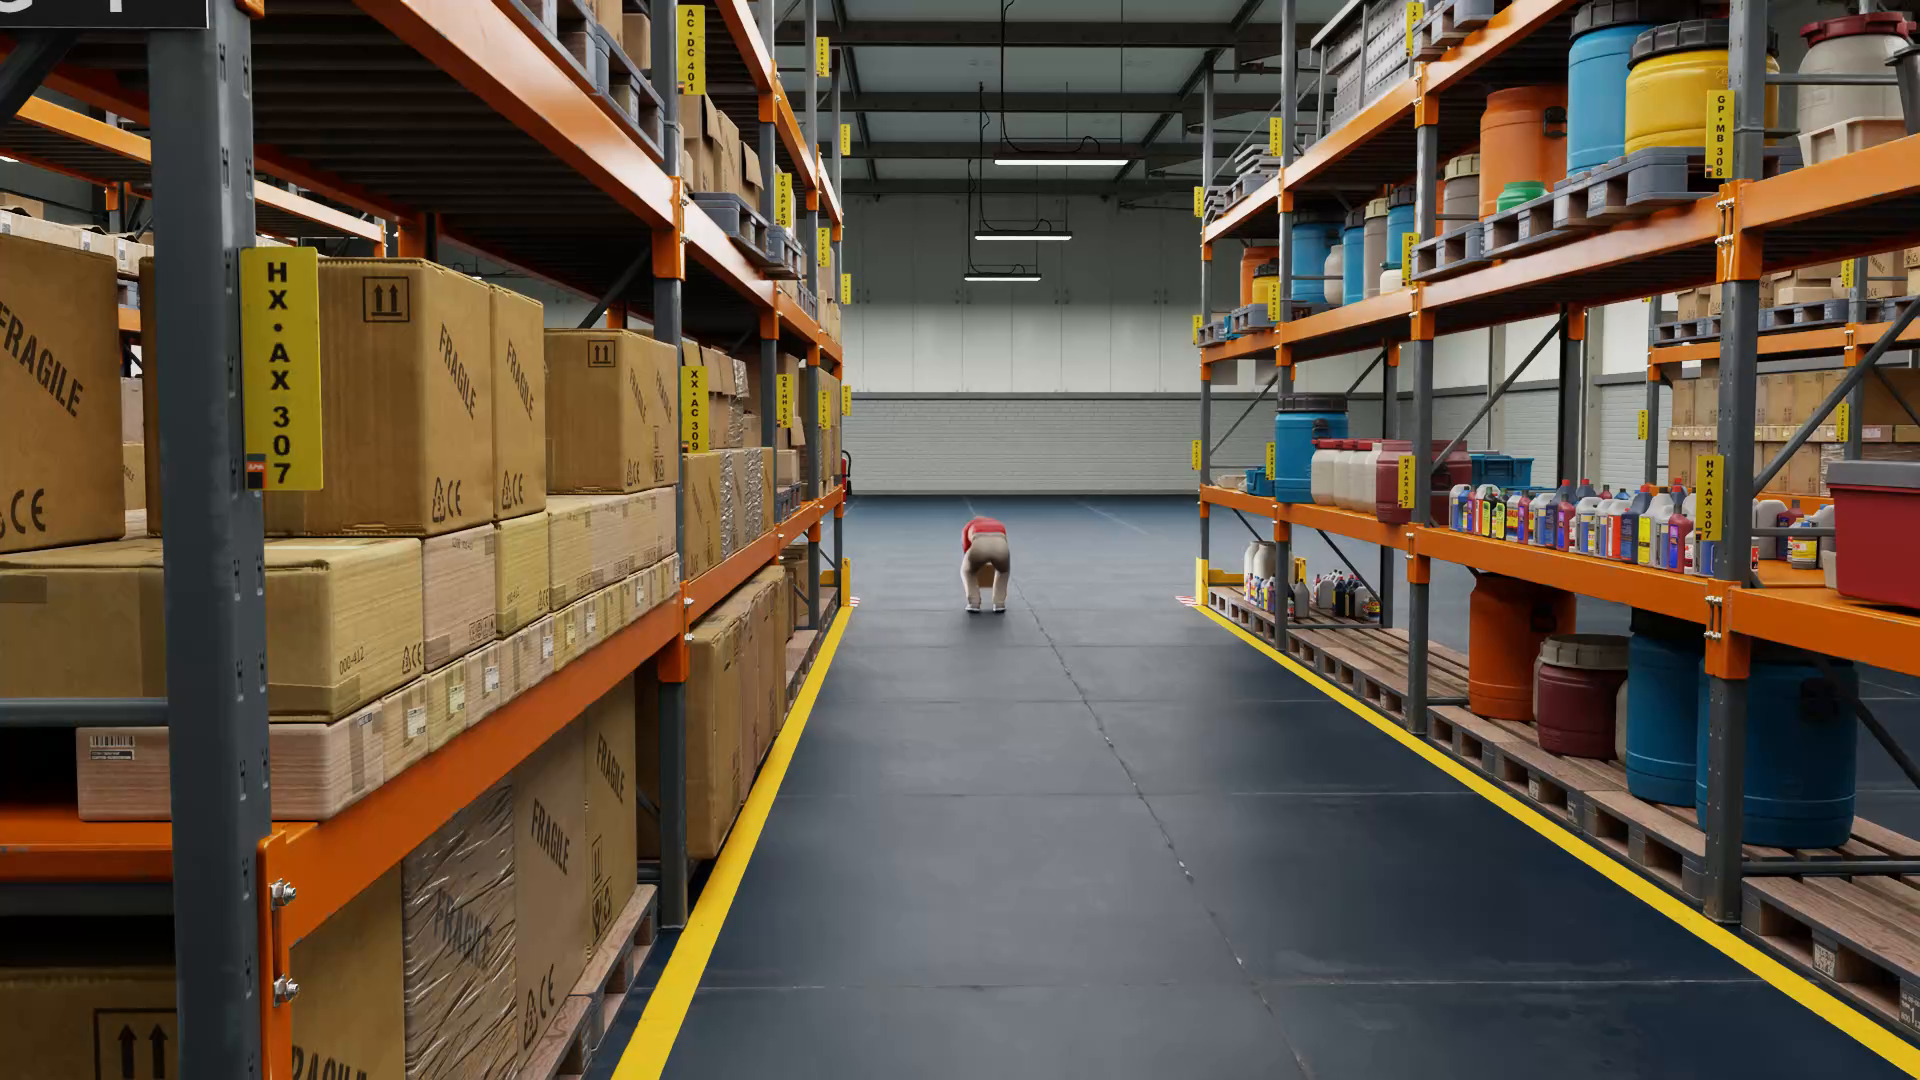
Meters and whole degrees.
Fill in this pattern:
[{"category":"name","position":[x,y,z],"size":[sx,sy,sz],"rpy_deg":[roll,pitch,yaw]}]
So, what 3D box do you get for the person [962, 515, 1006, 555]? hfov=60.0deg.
[{"category":"person","position":[0.264,0.148,17.761],"size":[0.481,0.794,0.803],"rpy_deg":[0,4,-4]}]
